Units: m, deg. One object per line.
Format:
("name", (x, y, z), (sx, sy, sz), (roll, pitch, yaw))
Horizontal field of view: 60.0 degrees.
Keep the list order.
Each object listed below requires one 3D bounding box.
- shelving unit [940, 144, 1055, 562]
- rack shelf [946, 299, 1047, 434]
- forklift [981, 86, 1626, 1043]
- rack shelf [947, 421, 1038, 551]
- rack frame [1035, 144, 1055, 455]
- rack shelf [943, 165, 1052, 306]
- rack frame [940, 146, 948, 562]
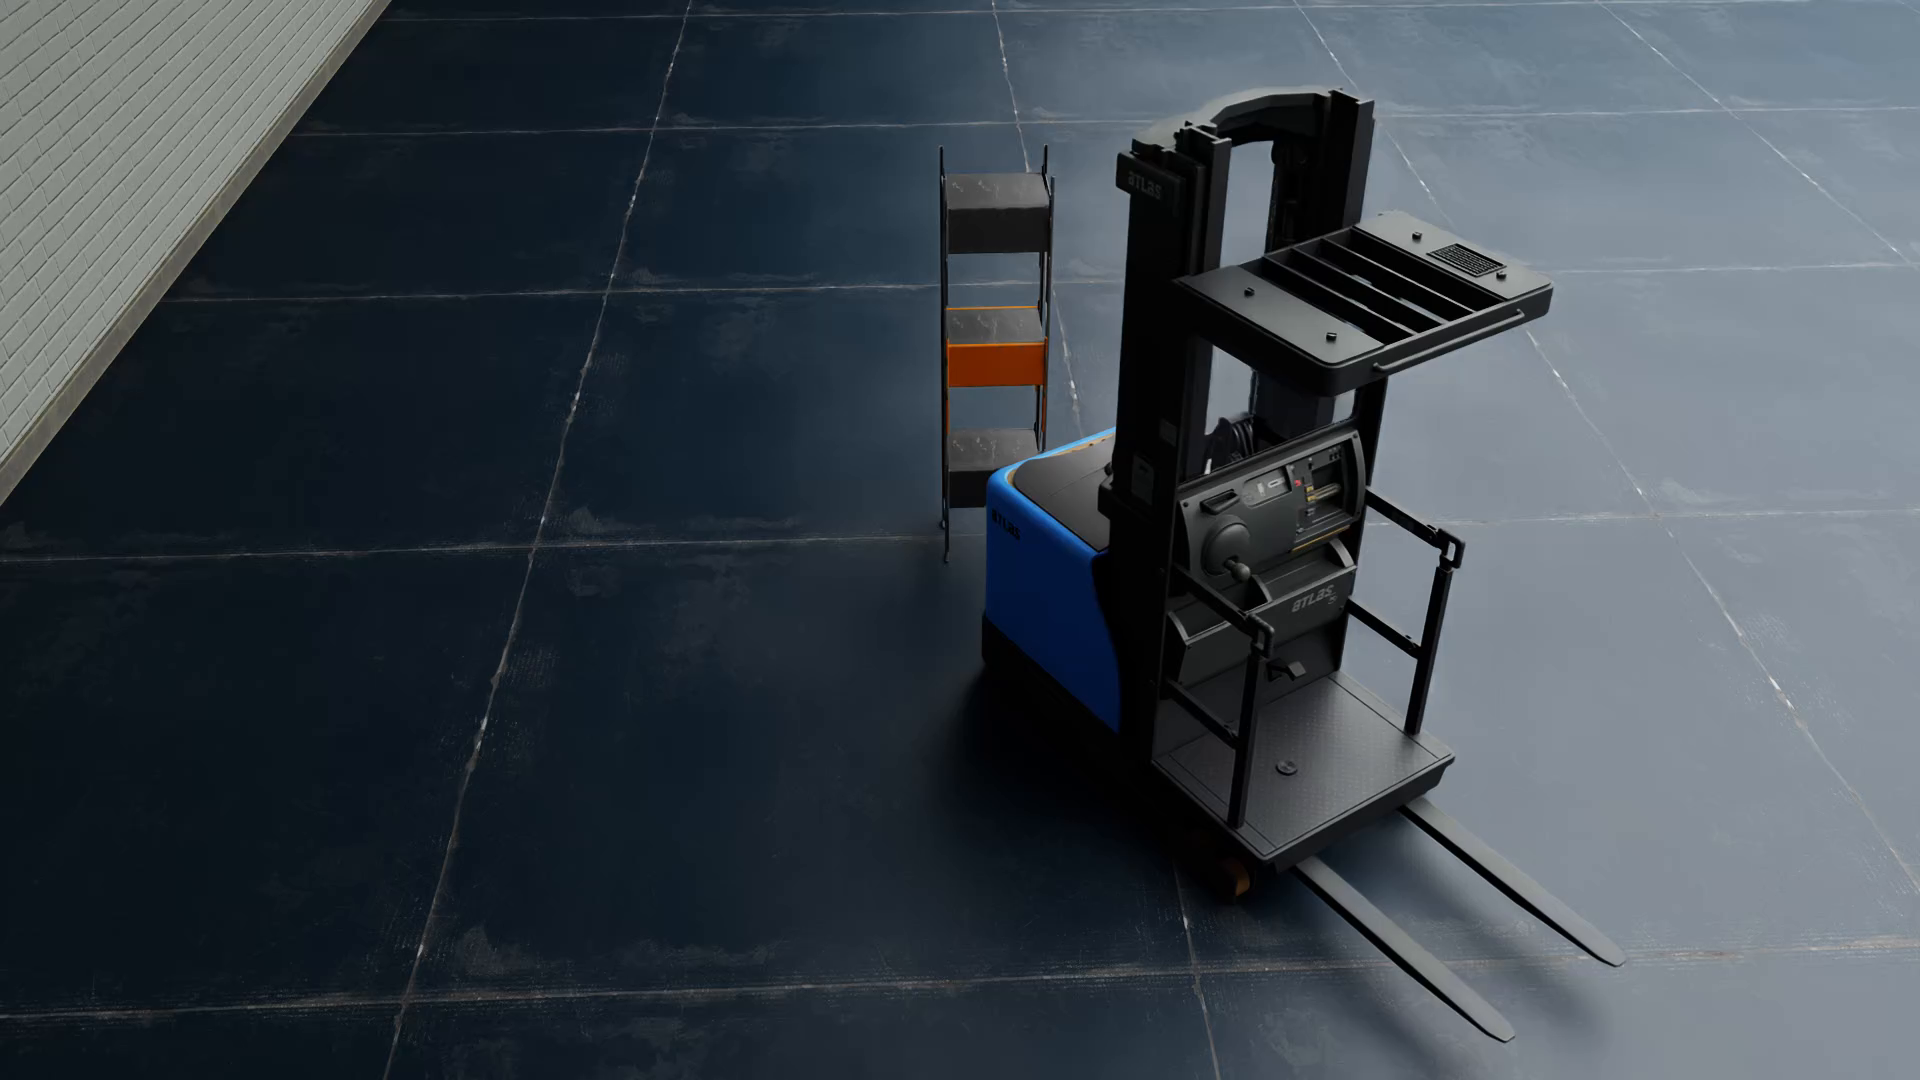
("shelving unit", (0.165, -0.868, 8.195), (0.503, 2.100, 0.431), (-2, 35, -2))
("rack shelf", (0.165, -0.857, 8.203), (0.480, 0.518, 0.431), (-2, 35, -2))
("forklift", (1.343, -0.075, 6.319), (1.130, 2.935, 3.031), (-21, 40, -27))
("rack shelf", (0.165, -0.281, 8.601), (0.480, 0.518, 0.431), (-2, 35, -2))
("rack frame", (0.409, -0.874, 8.205), (0.015, 2.100, 0.400), (-2, 35, -2))
("rack shelf", (0.165, -1.432, 7.805), (0.480, 0.518, 0.431), (-2, 35, -2))
("rack frame", (-0.078, -0.861, 8.186), (0.015, 2.100, 0.400), (-2, 35, -2))
